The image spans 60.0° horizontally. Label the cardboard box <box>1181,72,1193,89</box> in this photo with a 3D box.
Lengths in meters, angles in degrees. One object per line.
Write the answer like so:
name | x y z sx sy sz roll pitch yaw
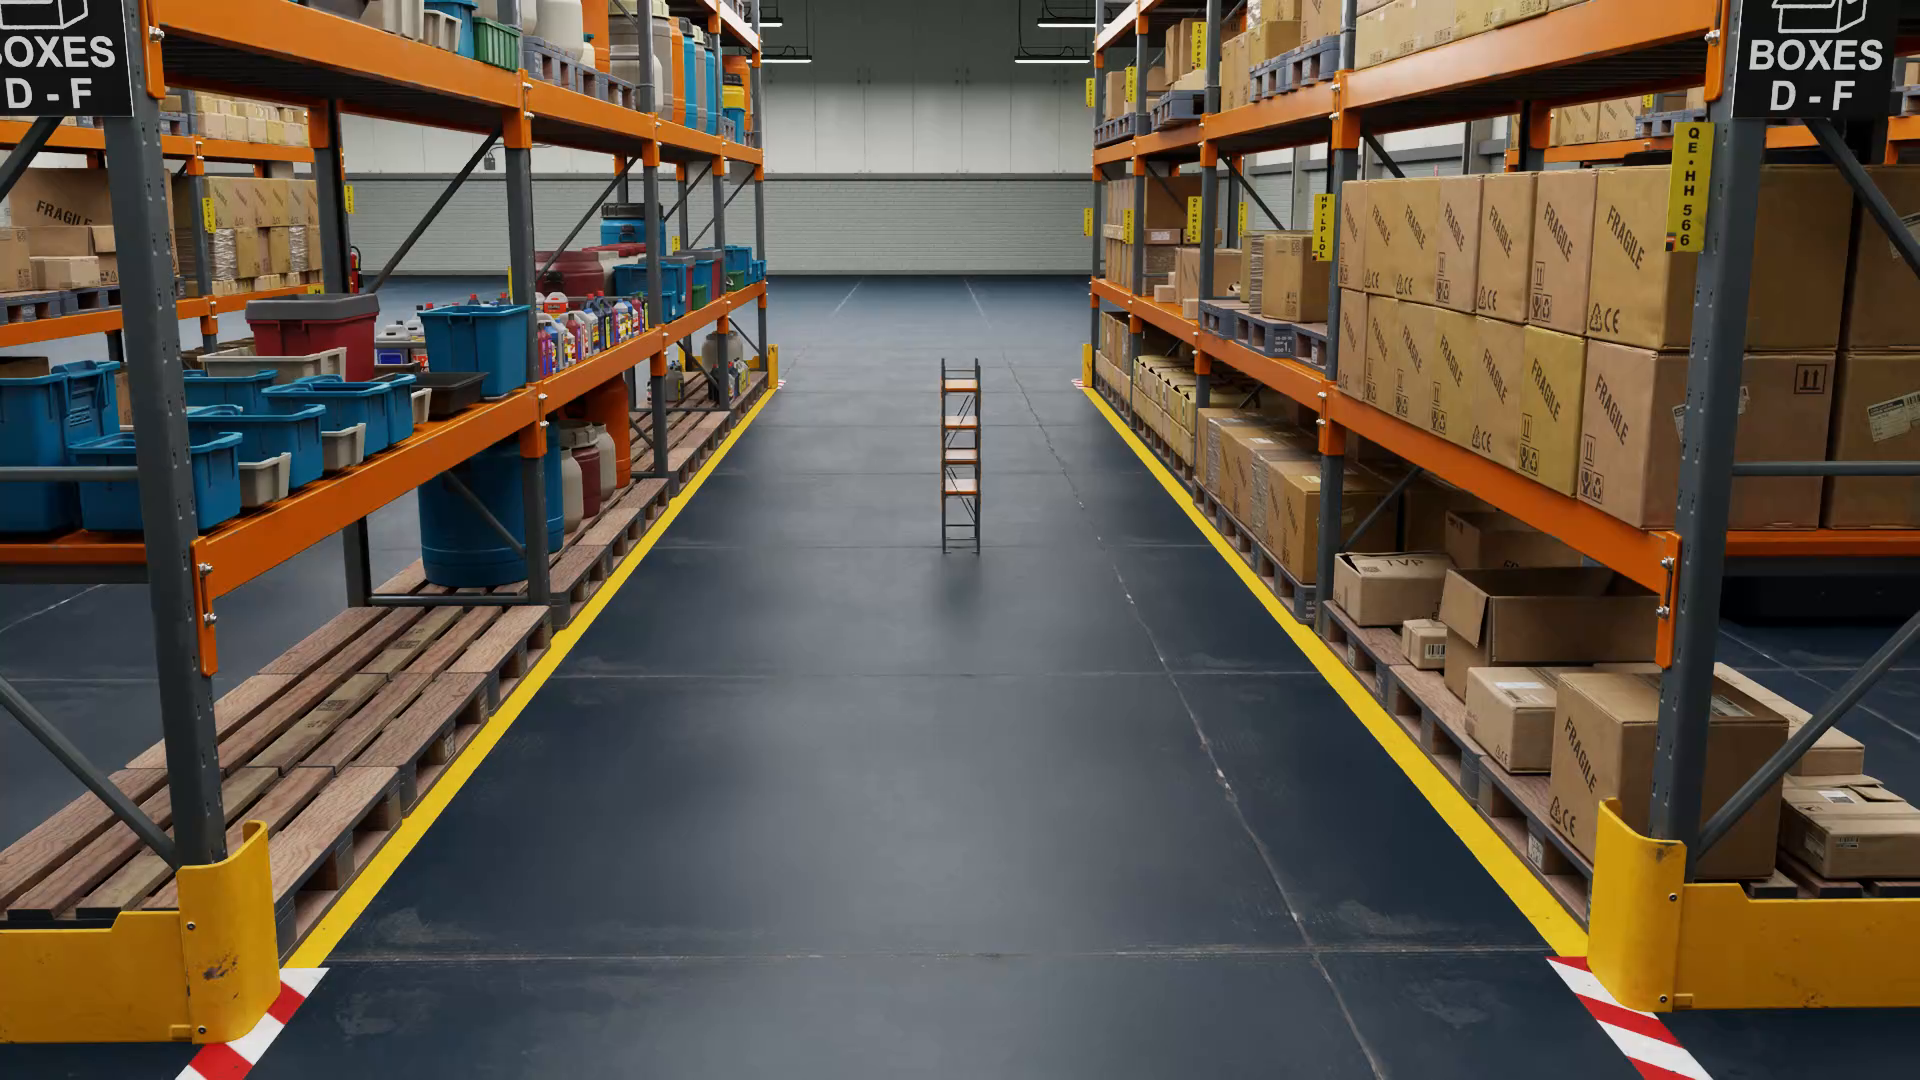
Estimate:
cardboard box | 2.161 -3.790 13.972 0.500 0.250 0.500 -1 12 -6

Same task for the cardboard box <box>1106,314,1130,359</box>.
cardboard box | 1.924 -2.282 18.738 0.500 0.500 0.500 0 11 -1

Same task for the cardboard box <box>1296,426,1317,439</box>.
cardboard box | 2.529 -0.475 11.038 0.500 0.500 0.500 -1 11 -3

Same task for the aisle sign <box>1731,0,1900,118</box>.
aisle sign | 2.125 -1.442 4.082 0.394 0.787 0.004 0 11 -1

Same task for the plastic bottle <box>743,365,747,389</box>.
plastic bottle | -2.396 -1.783 18.047 0.152 0.276 0.135 -1 11 -3

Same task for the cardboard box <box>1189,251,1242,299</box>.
cardboard box | 2.214 -2.155 13.886 0.500 0.500 0.500 -1 11 -4

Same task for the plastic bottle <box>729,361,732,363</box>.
plastic bottle | -2.505 -1.814 18.180 0.061 0.283 0.133 0 11 -1

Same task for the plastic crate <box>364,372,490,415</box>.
plastic crate | -2.313 -0.631 7.166 0.437 0.125 0.590 0 11 -1

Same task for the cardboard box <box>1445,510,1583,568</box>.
cardboard box | 2.643 0.144 7.985 0.500 0.500 0.500 0 11 -1

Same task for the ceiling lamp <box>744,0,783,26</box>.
ceiling lamp | -4.718 -12.383 34.783 2.000 3.185 0.800 0 11 -1

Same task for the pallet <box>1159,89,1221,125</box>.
pallet | 2.162 -3.285 12.636 1.213 0.211 1.003 0 11 1

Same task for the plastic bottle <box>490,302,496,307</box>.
plastic bottle | -3.008 -1.396 10.718 0.097 0.271 0.097 0 11 0

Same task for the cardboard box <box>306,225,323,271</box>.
cardboard box | -7.690 -3.309 18.827 0.875 0.500 0.500 0 11 -1

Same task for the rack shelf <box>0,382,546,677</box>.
rack shelf | -2.563 -0.208 6.348 1.077 0.370 4.000 0 11 -1

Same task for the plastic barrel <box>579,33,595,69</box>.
plastic barrel | -2.519 -3.149 10.782 0.301 0.262 0.301 0 11 0

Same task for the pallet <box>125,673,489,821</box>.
pallet | -2.523 0.798 6.596 1.003 0.211 1.213 0 11 -1

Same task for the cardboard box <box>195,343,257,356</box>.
cardboard box | -7.801 -1.825 17.742 0.500 0.500 0.500 -1 12 -6

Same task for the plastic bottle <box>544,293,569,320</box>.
plastic bottle | -2.850 -1.605 11.741 0.152 0.276 0.135 0 11 -1

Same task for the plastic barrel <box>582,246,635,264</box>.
plastic barrel | -2.945 -2.192 13.977 0.433 0.535 0.433 0 11 0

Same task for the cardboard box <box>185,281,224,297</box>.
cardboard box | -7.426 -2.449 16.216 0.380 0.149 0.250 0 11 -1

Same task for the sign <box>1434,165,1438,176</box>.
sign | 7.894 -6.071 27.607 0.001 0.298 0.199 0 11 -1

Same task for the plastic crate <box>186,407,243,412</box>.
plastic crate | -2.766 -0.396 5.979 0.298 0.136 0.250 0 11 -1

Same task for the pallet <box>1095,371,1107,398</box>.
pallet | 2.157 -1.845 19.620 1.003 0.211 1.213 0 11 -1

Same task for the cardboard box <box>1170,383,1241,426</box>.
cardboard box | 1.991 -1.112 13.445 0.500 0.311 0.500 0 11 -2

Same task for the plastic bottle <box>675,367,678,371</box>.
plastic bottle | -2.980 -1.667 17.458 0.061 0.283 0.133 0 11 -1

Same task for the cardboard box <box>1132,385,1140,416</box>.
cardboard box | 1.943 -1.345 16.003 0.500 0.250 0.500 -1 11 -3

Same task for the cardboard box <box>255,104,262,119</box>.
cardboard box | -7.485 -4.445 17.253 0.380 0.149 0.250 0 11 -2

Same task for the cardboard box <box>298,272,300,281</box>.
cardboard box | -7.550 -2.896 18.419 0.380 0.149 0.250 0 11 -1

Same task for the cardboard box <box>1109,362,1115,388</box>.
cardboard box | 1.918 -1.815 18.323 0.500 0.250 0.500 0 11 -1

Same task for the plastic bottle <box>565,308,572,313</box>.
plastic bottle | -2.381 -1.280 10.147 0.097 0.271 0.097 0 11 0

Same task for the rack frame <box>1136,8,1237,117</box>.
rack frame | 2.182 -5.508 15.575 1.000 3.000 0.127 0 11 -1

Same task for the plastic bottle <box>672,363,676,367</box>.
plastic bottle | -3.120 -1.792 18.103 0.097 0.271 0.097 0 11 0

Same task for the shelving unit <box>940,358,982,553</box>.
shelving unit | 0.003 -0.555 10.778 0.258 1.200 0.503 0 11 -1

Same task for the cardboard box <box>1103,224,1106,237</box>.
cardboard box | 1.892 -3.651 19.628 0.380 0.149 0.250 0 11 -2

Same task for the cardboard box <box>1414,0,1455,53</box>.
cardboard box | 2.125 -2.078 6.588 0.500 0.250 0.500 0 11 -1

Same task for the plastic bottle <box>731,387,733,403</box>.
plastic bottle | -2.340 -1.478 16.730 0.097 0.201 0.097 0 11 0

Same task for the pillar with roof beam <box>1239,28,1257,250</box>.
pillar with roof beam | 3.131 -10.942 42.359 9.100 9.000 0.548 0 11 -1

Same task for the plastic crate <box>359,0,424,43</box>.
plastic crate | -2.259 -2.017 6.208 0.437 0.282 0.530 0 11 -1

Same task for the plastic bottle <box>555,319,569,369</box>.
plastic bottle | -2.216 -1.084 9.183 0.097 0.271 0.097 0 11 0

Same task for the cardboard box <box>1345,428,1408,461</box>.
cardboard box | 2.561 -0.632 9.922 0.500 0.250 0.500 0 11 -1

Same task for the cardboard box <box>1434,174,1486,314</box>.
cardboard box | 2.109 -1.114 6.241 0.500 0.500 0.500 0 11 1

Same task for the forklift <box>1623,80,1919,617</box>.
forklift | 4.603 -1.267 9.933 1.130 2.935 3.031 0 11 -2

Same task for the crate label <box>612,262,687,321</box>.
crate label | -2.438 -1.969 13.131 0.502 0.435 0.616 0 11 -1

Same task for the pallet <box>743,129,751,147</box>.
pallet | -2.933 -4.556 18.902 1.003 0.211 1.213 0 11 -1

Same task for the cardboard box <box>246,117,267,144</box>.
cardboard box | -7.491 -4.219 17.143 0.500 0.250 0.500 -1 11 -3

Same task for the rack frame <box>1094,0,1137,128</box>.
rack frame | 2.100 -6.303 19.494 1.000 3.000 0.127 0 11 -1

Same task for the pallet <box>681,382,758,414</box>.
pallet | -2.770 -1.558 18.209 1.003 0.211 1.213 0 11 -1

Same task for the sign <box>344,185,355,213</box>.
sign | -7.249 -4.044 19.739 0.100 0.325 0.005 0 11 -1

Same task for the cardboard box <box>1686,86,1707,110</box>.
cardboard box | 7.066 -4.205 15.388 0.500 0.500 0.500 1 12 7

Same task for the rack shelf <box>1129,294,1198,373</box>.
rack shelf | 2.224 -1.818 14.283 1.077 0.370 4.000 0 11 -1

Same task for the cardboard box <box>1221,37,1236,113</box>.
cardboard box | 2.308 -3.205 11.517 0.910 0.500 0.500 0 11 -1

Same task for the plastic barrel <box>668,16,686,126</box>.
plastic barrel | -2.501 -3.728 13.265 0.600 0.830 0.708 0 11 -1

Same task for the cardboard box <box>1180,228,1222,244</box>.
cardboard box | 2.370 -2.989 16.364 0.380 0.149 0.250 0 11 -1

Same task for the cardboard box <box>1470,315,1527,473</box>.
cardboard box | 2.130 -0.522 5.834 0.500 0.500 0.500 0 11 -1

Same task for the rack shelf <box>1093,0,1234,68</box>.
rack shelf | 2.141 -5.357 17.646 1.077 0.370 4.000 0 11 -1

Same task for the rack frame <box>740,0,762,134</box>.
rack frame | -2.853 -6.283 19.398 1.000 3.000 0.127 0 11 -1

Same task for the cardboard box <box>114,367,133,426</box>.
cardboard box | -7.740 -1.301 15.110 0.700 0.500 0.500 0 11 -2
